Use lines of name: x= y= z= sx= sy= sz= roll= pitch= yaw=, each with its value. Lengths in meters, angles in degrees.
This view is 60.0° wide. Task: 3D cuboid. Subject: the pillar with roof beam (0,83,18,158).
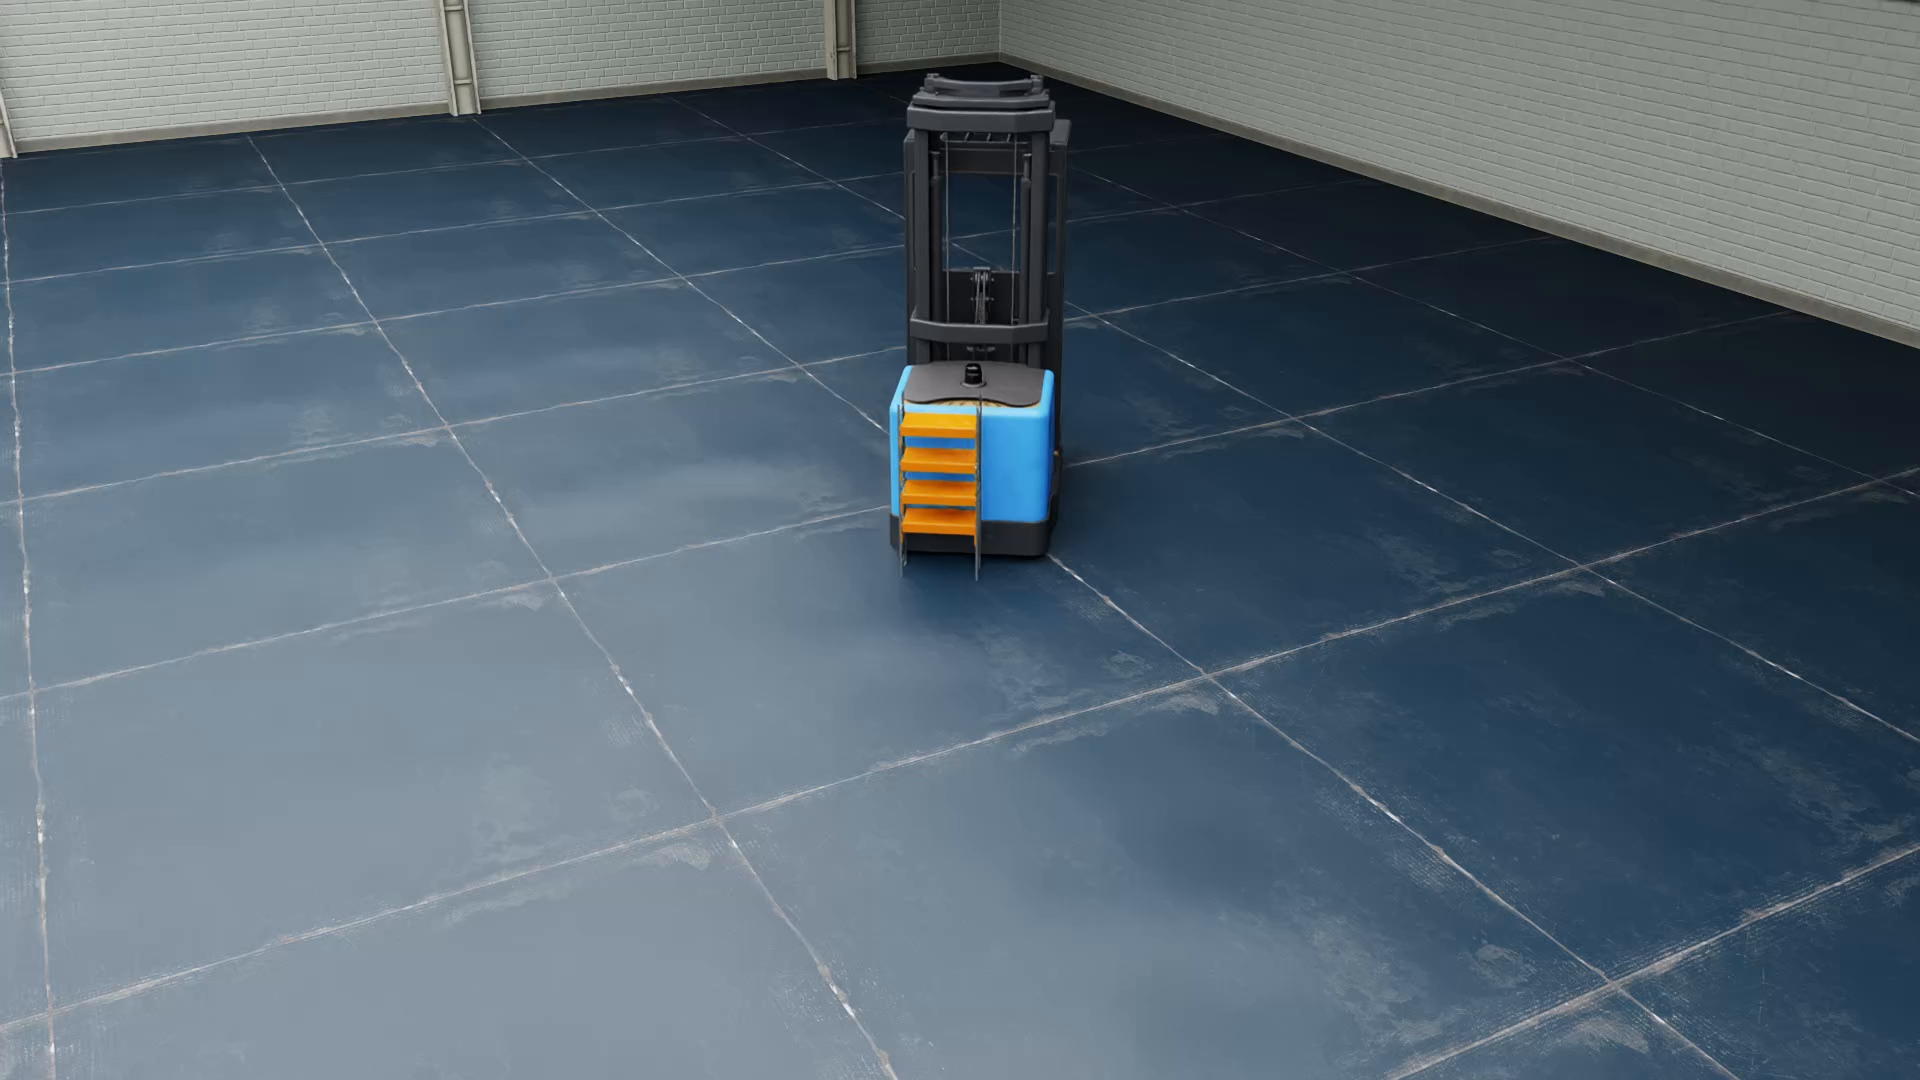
pillar with roof beam: x=-10.463 y=-7.402 z=16.269 sx=0.400 sy=9.000 sz=9.100 roll=-13 pitch=29 yaw=-25

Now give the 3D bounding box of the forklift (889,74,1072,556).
forklift: x=0.194 y=-1.822 z=11.659 sx=1.130 sy=2.935 sz=3.031 roll=2 pitch=26 yaw=5

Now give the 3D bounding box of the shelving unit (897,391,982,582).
shelving unit: x=-0.126 y=-0.332 z=10.555 sx=0.503 sy=1.200 sz=0.258 roll=2 pitch=26 yaw=5

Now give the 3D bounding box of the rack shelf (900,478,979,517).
rack shelf: x=-0.126 y=-0.272 z=10.584 sx=0.480 sy=0.148 sz=0.258 roll=2 pitch=26 yaw=5

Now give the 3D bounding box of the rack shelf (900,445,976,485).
rack shelf: x=-0.126 y=-0.473 z=10.487 sx=0.480 sy=0.148 sz=0.258 roll=2 pitch=26 yaw=5

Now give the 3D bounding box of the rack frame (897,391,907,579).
rack frame: x=-0.368 y=-0.342 z=10.576 sx=0.015 sy=1.200 sz=0.240 roll=2 pitch=26 yaw=5

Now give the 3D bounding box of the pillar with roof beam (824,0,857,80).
pillar with roof beam: x=0.126 y=-9.846 z=21.359 sx=0.400 sy=9.000 sz=9.100 roll=-13 pitch=29 yaw=-25

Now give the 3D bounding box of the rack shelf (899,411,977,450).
rack shelf: x=-0.126 y=-0.686 z=10.385 sx=0.480 sy=0.148 sz=0.258 roll=2 pitch=26 yaw=5

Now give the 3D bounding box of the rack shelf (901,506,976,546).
rack shelf: x=-0.125 y=-0.093 z=10.671 sx=0.480 sy=0.148 sz=0.258 roll=2 pitch=26 yaw=5

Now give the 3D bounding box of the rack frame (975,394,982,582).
rack frame: x=0.117 y=-0.322 z=10.534 sx=0.015 sy=1.200 sz=0.240 roll=2 pitch=26 yaw=5

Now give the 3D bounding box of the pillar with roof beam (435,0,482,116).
pillar with roof beam: x=-5.168 y=-8.624 z=18.814 sx=0.400 sy=9.000 sz=9.100 roll=-13 pitch=29 yaw=-25
